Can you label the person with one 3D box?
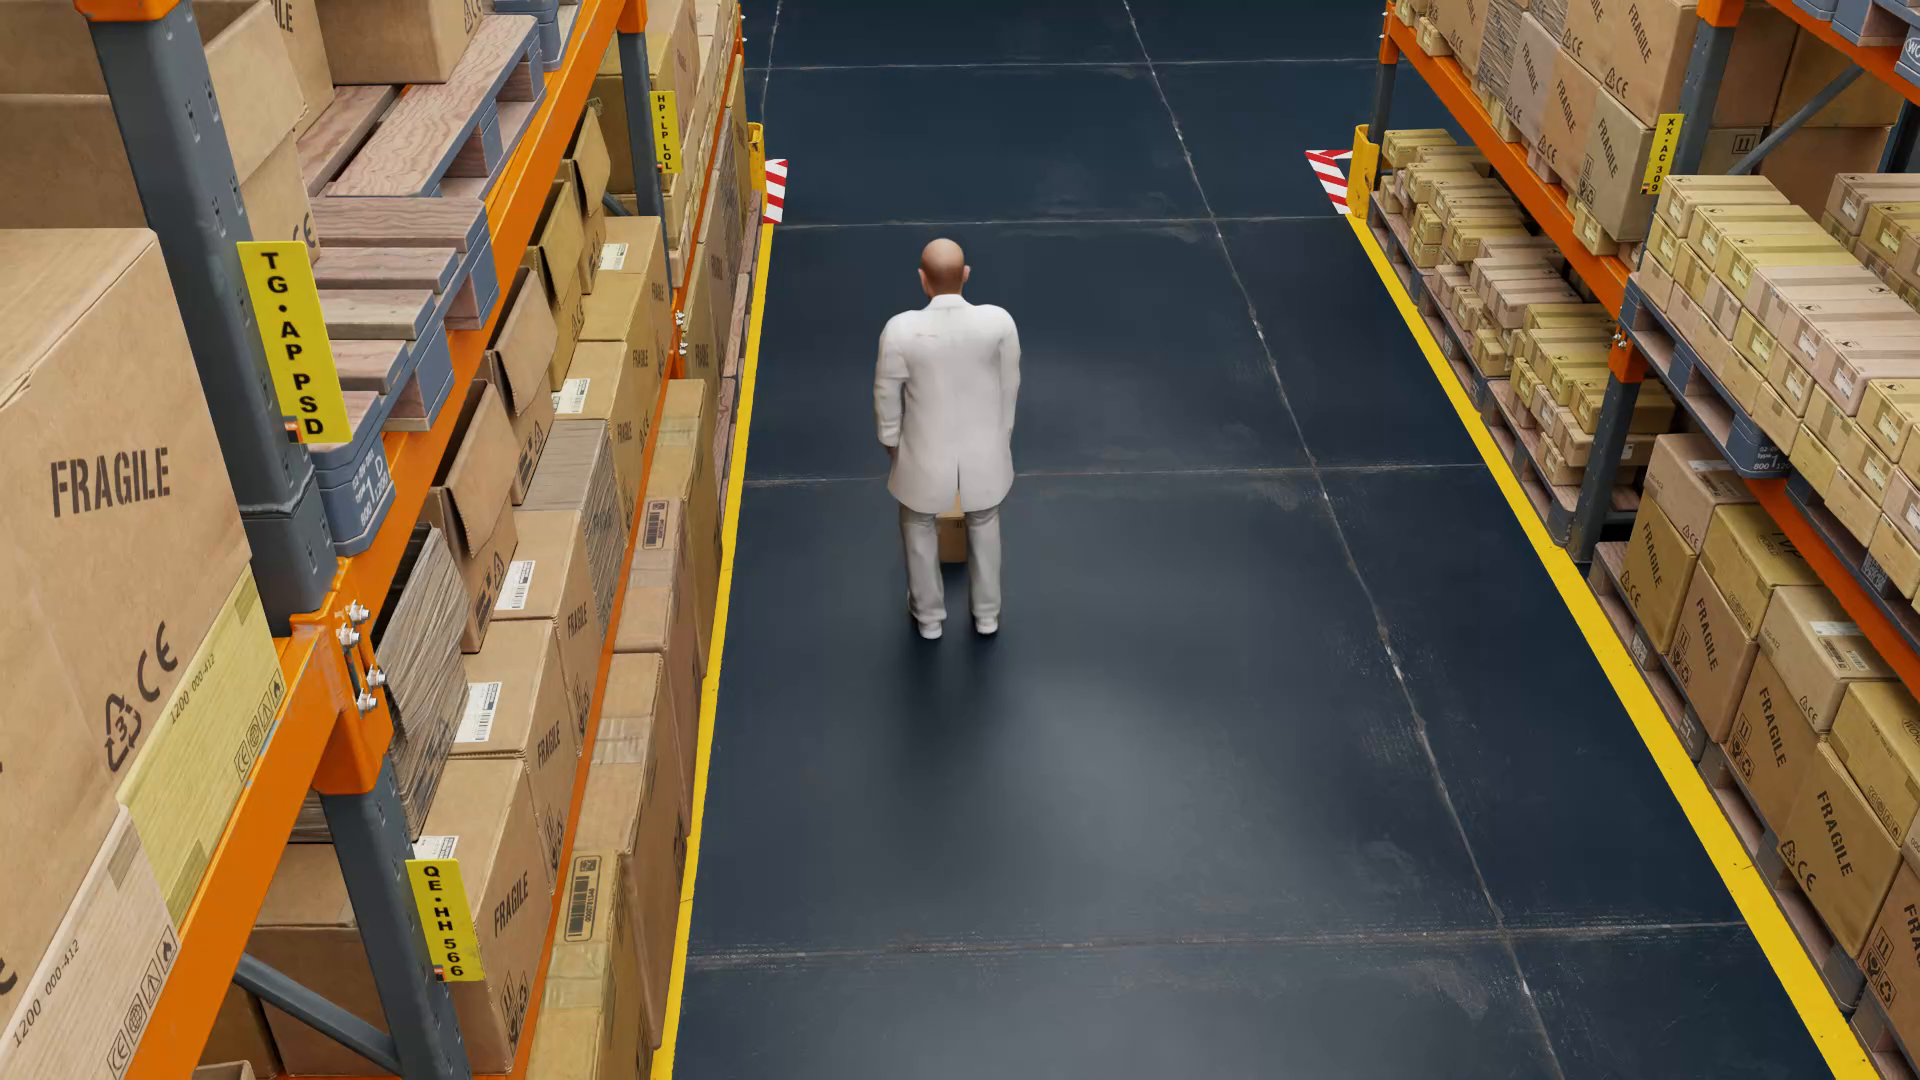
[{"bbox_3d":[-0.055,-0.382,6.752,0.583,1.738,0.402,-4,35,-6],"label":"person"}]
